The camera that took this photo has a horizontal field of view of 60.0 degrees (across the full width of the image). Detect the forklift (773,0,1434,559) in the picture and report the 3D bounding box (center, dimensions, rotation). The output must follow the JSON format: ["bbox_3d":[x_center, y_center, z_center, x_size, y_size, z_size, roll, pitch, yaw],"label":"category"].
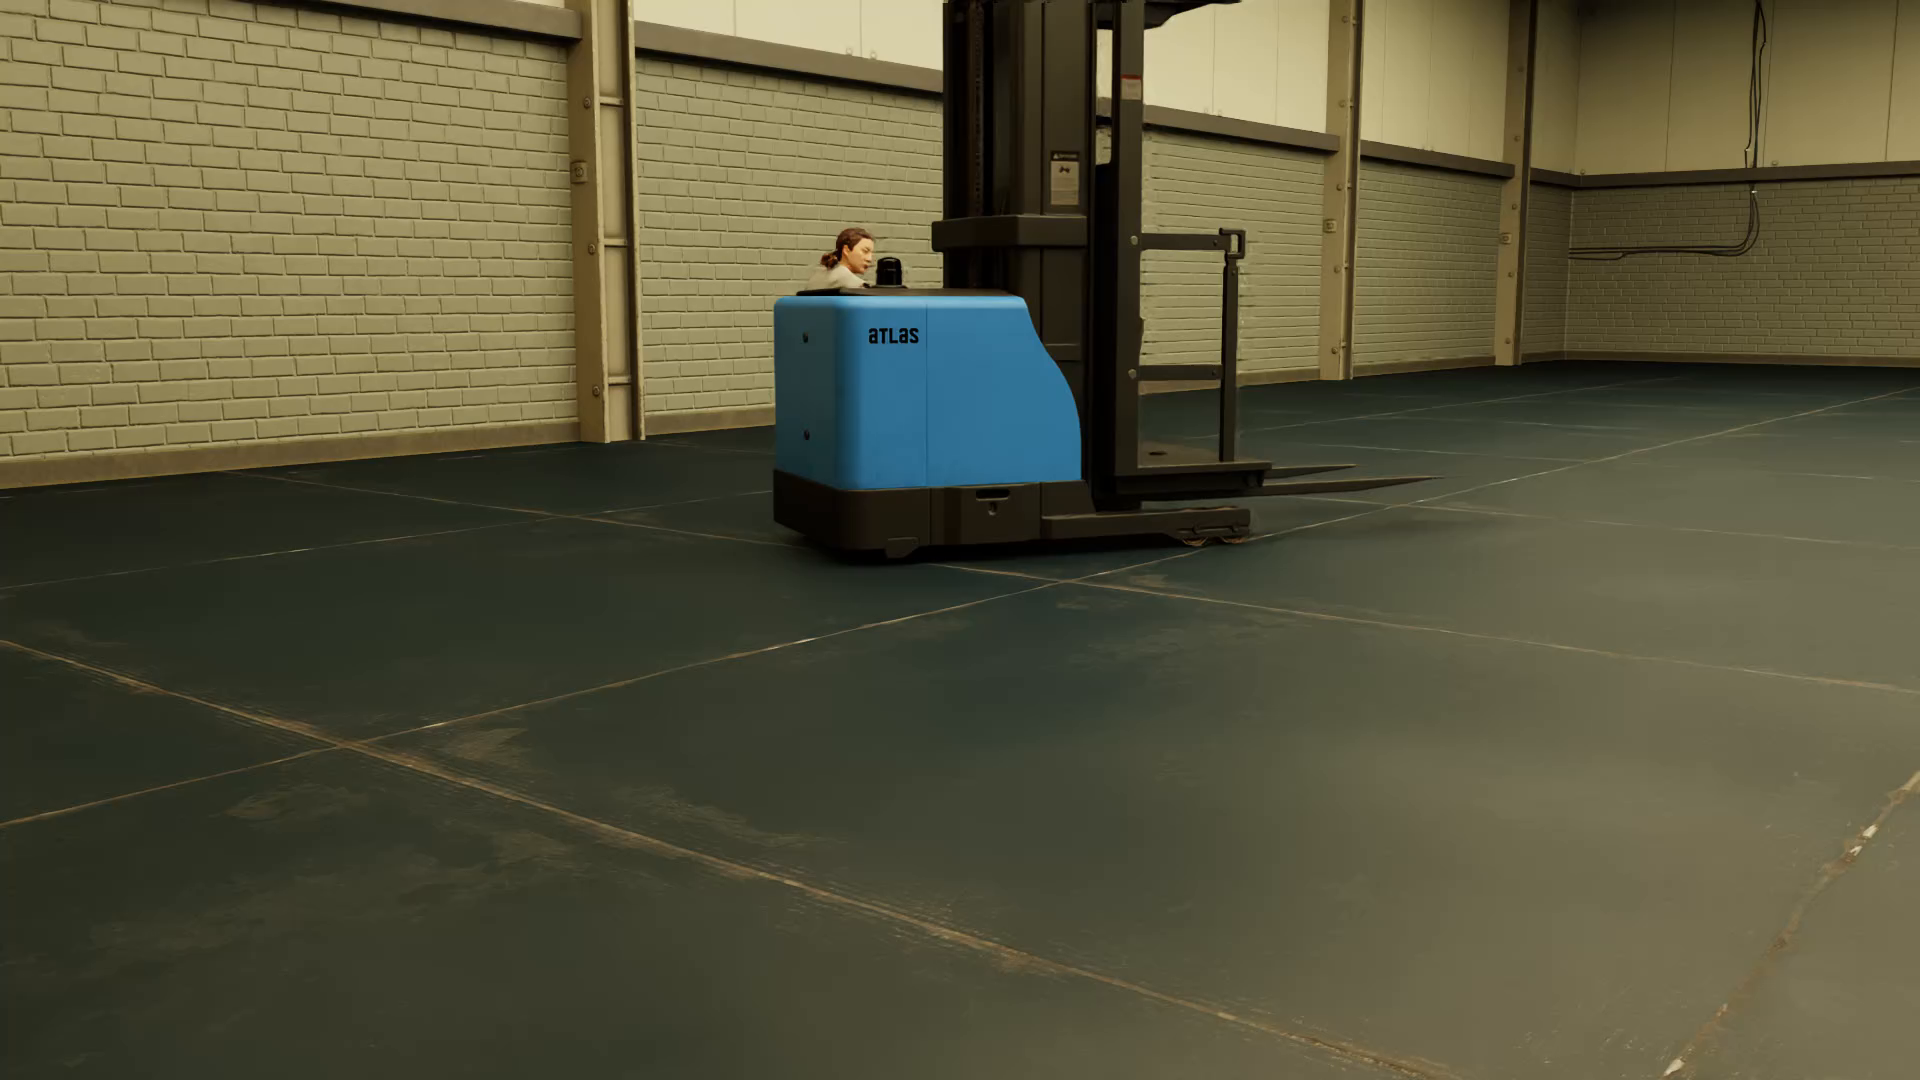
[{"bbox_3d":[0.729,-1.487,7.445,3.031,2.935,1.130,-3,9,-22],"label":"forklift"}]

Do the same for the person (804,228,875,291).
[{"bbox_3d":[-0.460,-0.927,8.823,0.858,1.445,0.969,5,10,30],"label":"person"}]
